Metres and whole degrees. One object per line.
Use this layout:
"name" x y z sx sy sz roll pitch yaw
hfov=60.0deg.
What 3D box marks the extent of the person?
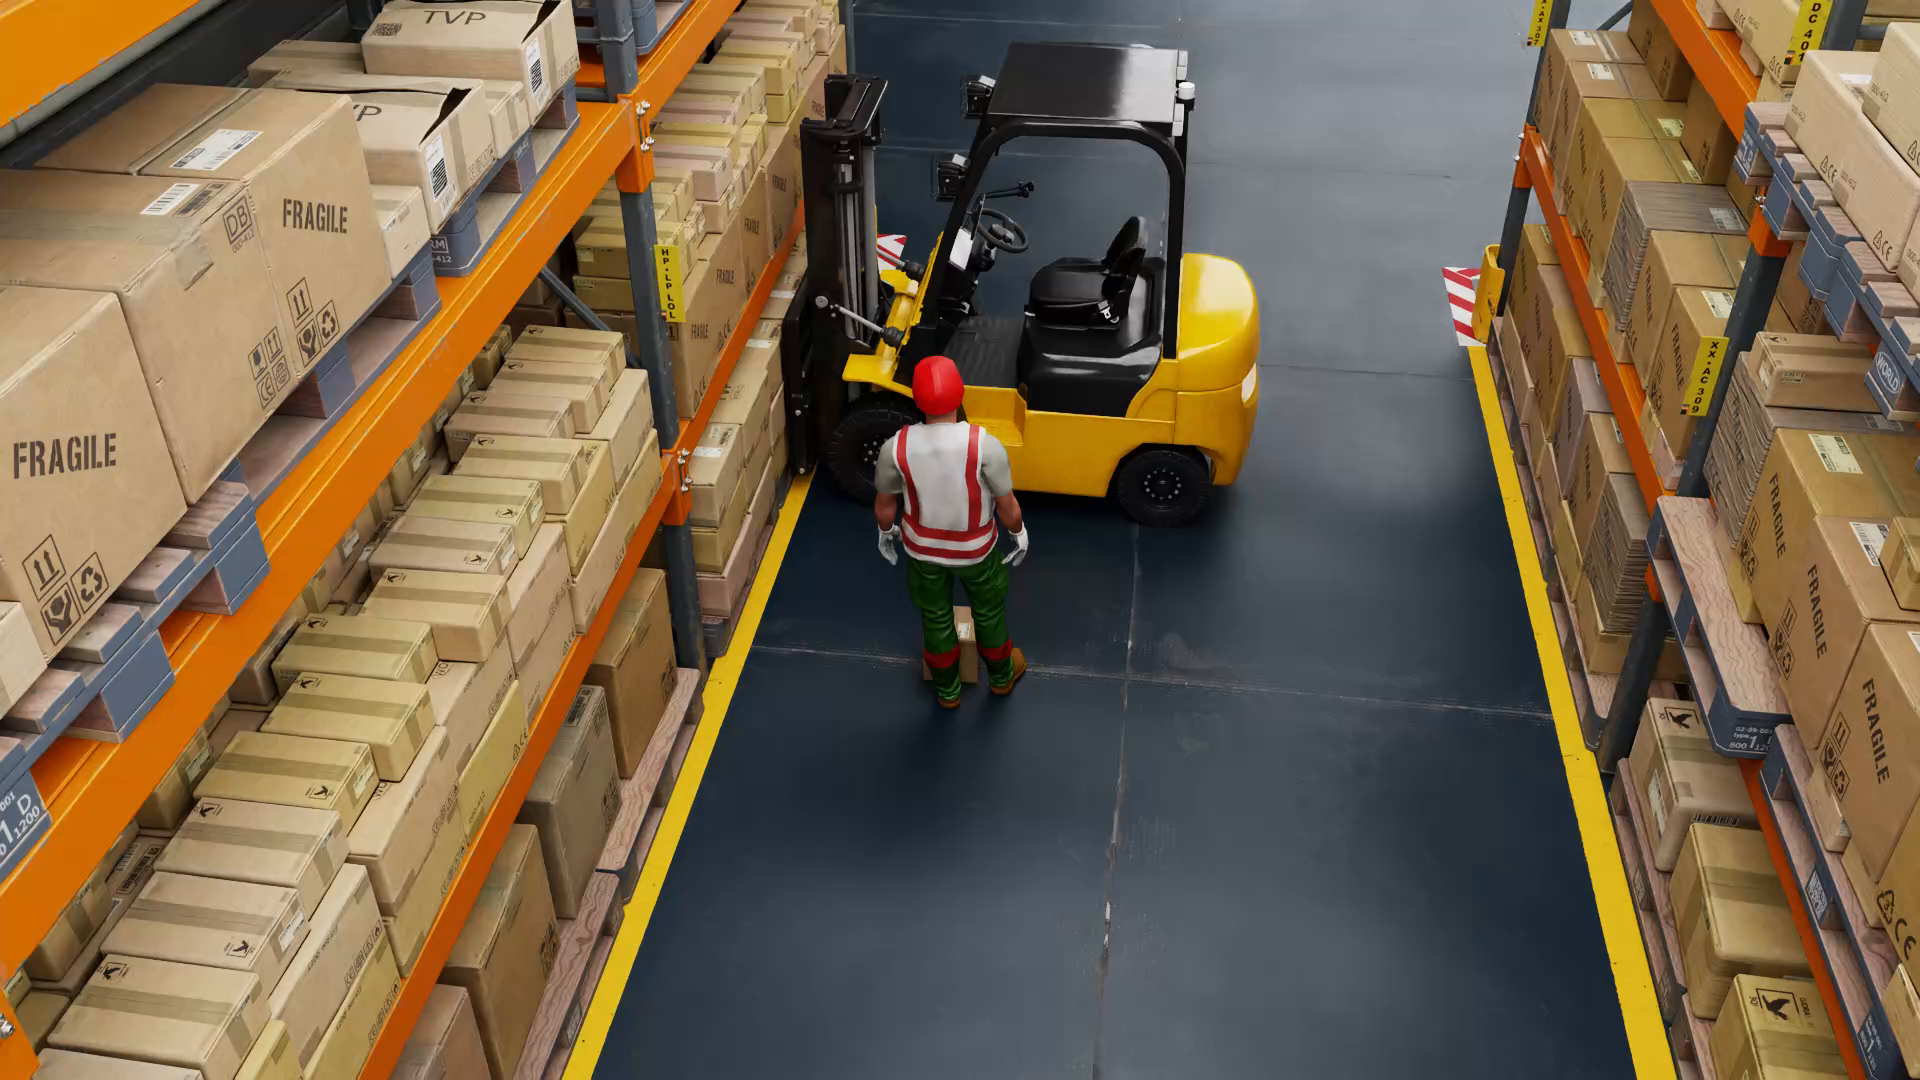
"person" -0.024 -0.038 7.058 0.638 1.787 0.564 4 36 6
